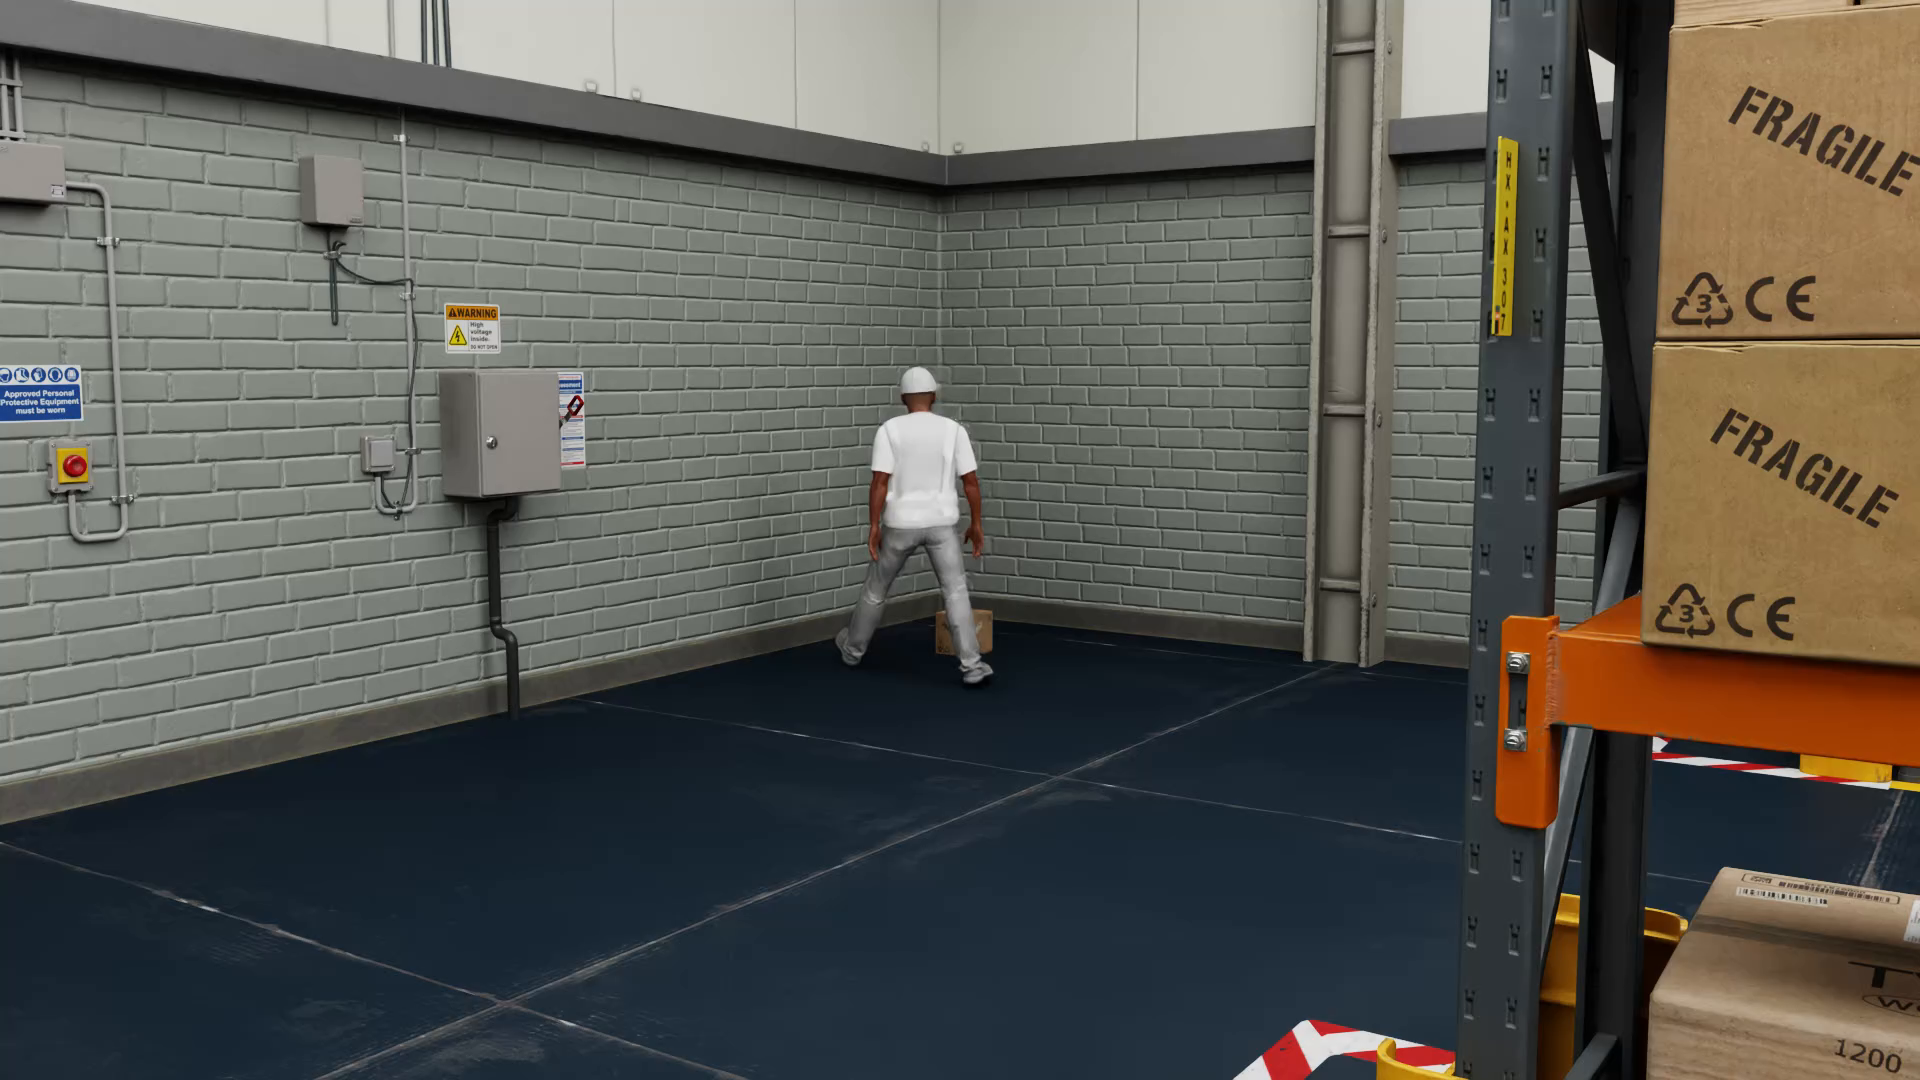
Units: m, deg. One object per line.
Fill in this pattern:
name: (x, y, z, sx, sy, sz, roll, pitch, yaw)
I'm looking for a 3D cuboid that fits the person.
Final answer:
person: (-0.265, -0.110, 9.249, 0.850, 1.703, 0.895, -1, 6, -6)
